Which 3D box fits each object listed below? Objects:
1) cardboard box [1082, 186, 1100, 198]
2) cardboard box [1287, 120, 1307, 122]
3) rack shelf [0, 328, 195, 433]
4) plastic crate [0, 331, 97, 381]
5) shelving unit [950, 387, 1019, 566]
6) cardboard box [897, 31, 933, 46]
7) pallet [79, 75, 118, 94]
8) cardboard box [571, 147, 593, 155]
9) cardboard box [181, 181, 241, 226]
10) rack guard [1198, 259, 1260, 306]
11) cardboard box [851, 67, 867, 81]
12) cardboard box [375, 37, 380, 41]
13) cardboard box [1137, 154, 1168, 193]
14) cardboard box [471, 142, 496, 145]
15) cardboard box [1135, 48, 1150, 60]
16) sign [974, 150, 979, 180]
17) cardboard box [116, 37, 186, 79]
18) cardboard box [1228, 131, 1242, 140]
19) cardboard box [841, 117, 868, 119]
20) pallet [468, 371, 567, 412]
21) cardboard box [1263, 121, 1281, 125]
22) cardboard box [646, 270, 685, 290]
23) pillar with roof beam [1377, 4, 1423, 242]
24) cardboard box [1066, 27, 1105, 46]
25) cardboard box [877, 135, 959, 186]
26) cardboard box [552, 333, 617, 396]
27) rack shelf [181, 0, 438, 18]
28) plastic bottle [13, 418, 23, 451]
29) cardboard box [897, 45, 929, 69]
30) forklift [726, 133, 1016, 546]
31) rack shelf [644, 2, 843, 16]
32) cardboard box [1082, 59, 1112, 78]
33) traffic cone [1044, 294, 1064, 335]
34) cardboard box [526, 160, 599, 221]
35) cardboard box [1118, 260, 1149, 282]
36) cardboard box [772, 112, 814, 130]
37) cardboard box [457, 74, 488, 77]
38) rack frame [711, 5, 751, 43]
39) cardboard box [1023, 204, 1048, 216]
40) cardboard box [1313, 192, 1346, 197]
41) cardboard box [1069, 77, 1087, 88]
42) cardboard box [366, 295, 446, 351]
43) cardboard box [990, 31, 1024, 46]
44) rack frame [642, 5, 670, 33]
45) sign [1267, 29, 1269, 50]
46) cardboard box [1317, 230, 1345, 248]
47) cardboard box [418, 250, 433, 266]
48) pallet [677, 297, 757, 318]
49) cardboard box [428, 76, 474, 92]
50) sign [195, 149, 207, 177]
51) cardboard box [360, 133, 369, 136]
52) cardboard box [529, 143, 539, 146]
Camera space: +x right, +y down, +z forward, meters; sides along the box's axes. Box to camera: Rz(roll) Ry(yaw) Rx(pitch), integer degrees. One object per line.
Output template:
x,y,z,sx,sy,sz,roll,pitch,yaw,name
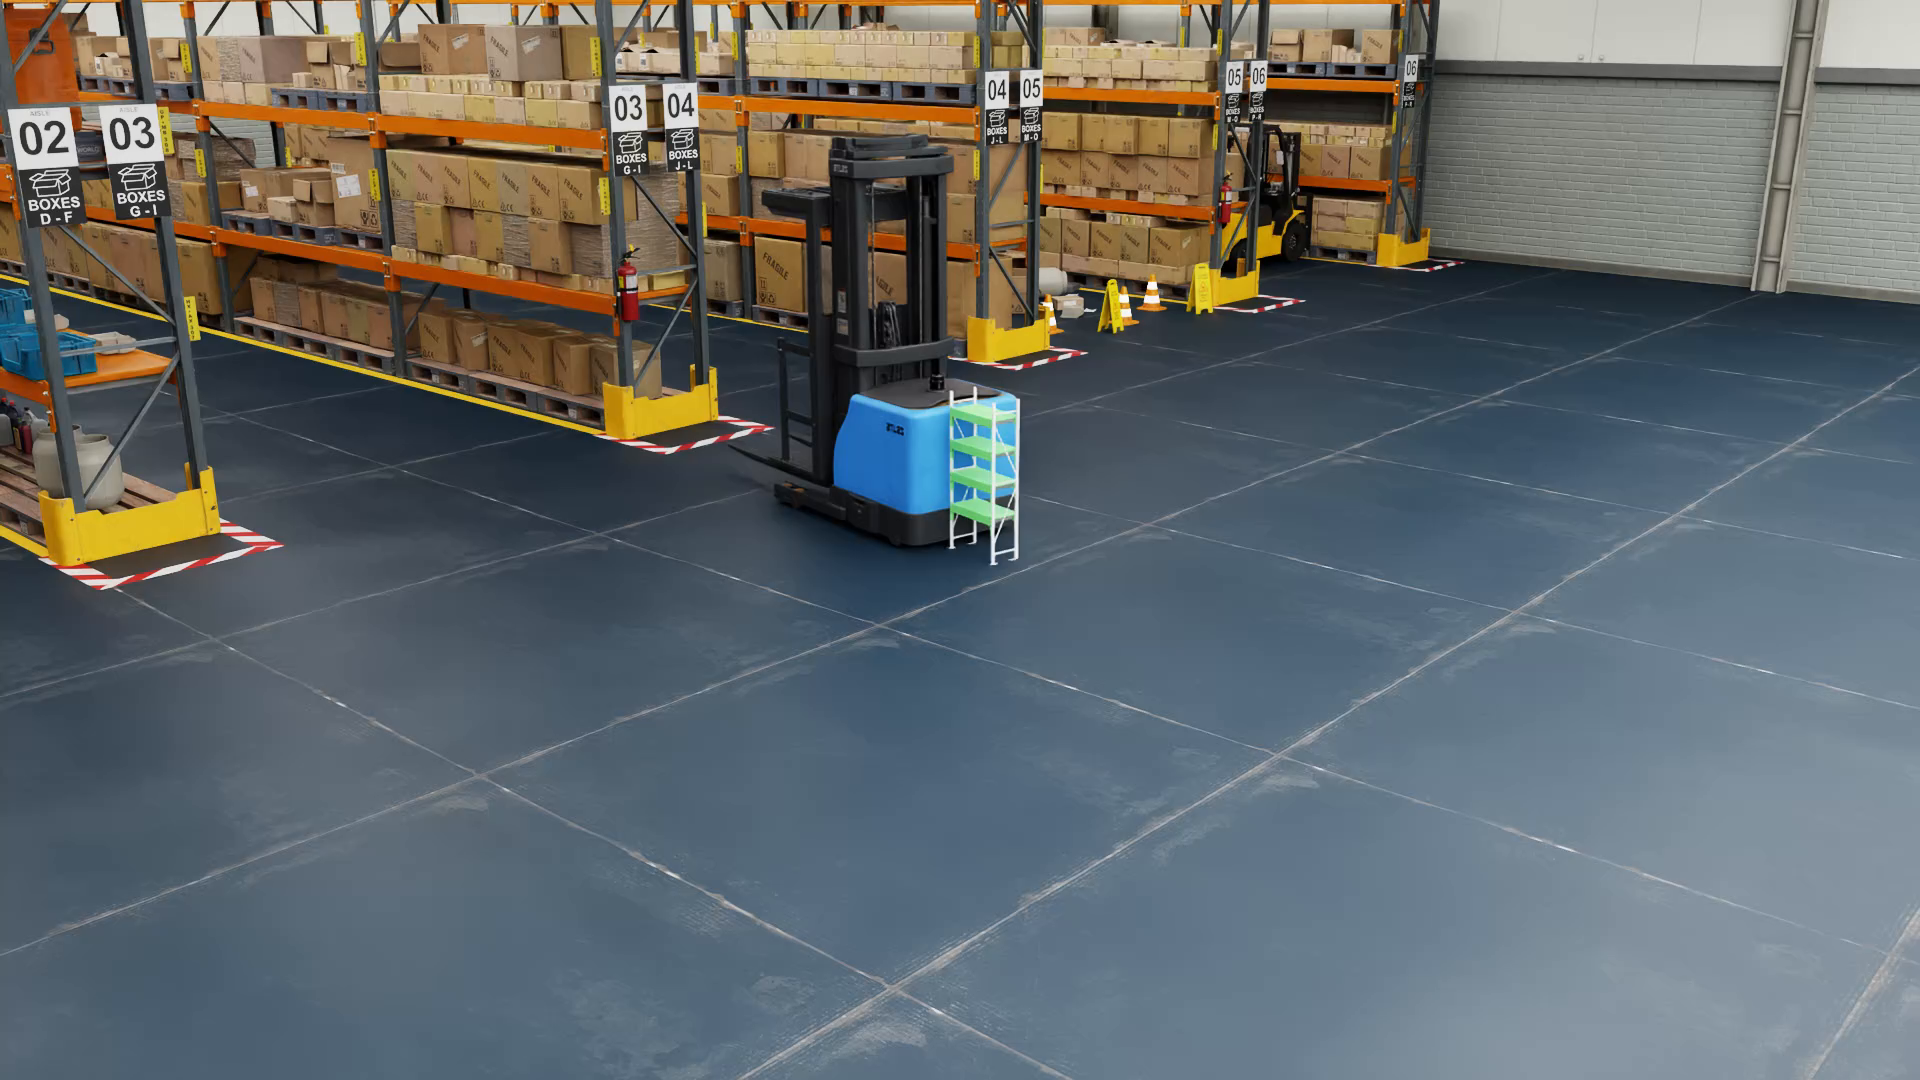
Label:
1.955,-4.999,23.819,0.250,0.149,0.380,15,23,39,cardboard box
5.611,-6.862,27.545,0.250,0.149,0.380,16,24,41,cardboard box
-7.595,-1.450,13.413,4.000,0.370,1.077,15,23,39,rack shelf
-6.672,-1.354,12.164,0.616,0.251,0.499,15,23,39,plastic crate
0.173,-0.466,12.096,0.258,1.200,0.503,-13,22,-36,shelving unit
-0.493,-5.697,18.881,0.250,0.149,0.380,16,23,40,cardboard box
-11.068,-6.087,22.192,1.217,0.209,0.805,14,22,37,pallet
-5.098,-5.652,23.645,0.500,0.500,0.700,15,23,39,cardboard box
-9.329,-4.209,20.751,0.500,0.500,0.500,16,24,41,cardboard box
3.709,-3.578,23.060,0.348,0.500,1.175,15,23,39,rack guard
-1.058,-5.469,19.481,0.250,0.149,0.380,15,23,40,cardboard box
-9.039,-7.862,26.230,0.250,0.149,0.380,16,23,41,cardboard box
2.806,-5.092,23.041,0.500,0.500,0.500,15,23,39,cardboard box
-7.064,-5.839,24.790,0.250,0.149,0.380,17,24,42,cardboard box
2.613,-6.667,22.797,0.250,0.149,0.380,15,23,39,cardboard box
0.186,-4.159,18.452,0.005,0.325,0.100,15,23,39,sign
-10.337,-6.203,21.375,0.637,0.503,0.797,15,23,39,cardboard box
4.674,-6.751,27.687,0.250,0.149,0.380,16,23,40,cardboard box
-1.693,-6.722,27.483,0.500,0.500,0.500,14,22,38,cardboard box
-4.361,-1.615,17.350,1.213,0.211,1.003,15,23,39,pallet
5.124,-6.808,27.376,0.250,0.149,0.380,15,23,39,cardboard box
-2.867,-2.504,15.958,0.250,0.149,0.380,15,23,39,cardboard box
4.278,-8.107,23.282,0.400,9.000,9.100,15,23,39,pillar with roof beam
2.216,-8.805,29.413,0.500,0.500,0.500,16,23,41,cardboard box
-0.497,-4.516,19.851,0.550,0.550,0.875,15,23,39,cardboard box
-3.737,-1.763,16.645,0.500,0.500,0.500,-11,21,-31,cardboard box
-7.299,-6.043,18.627,4.000,0.370,1.077,15,23,39,rack shelf
-8.082,-0.914,14.296,0.133,0.283,0.061,15,23,39,plastic bottle
-0.369,-5.498,18.914,0.500,0.250,0.500,15,23,39,cardboard box
-0.856,-1.731,13.221,1.130,2.935,3.031,-13,22,-36,forklift
-3.713,-9.088,28.223,4.000,0.370,1.077,15,23,39,rack shelf
2.059,-6.602,23.252,0.500,0.250,0.500,15,23,40,cardboard box
1.102,-2.833,20.773,0.334,0.463,0.336,15,23,39,traffic cone
-3.765,-3.332,15.842,0.500,0.500,0.500,15,23,39,cardboard box
2.601,-3.851,23.640,0.500,0.250,0.500,15,23,39,cardboard box
-2.778,-6.930,27.670,0.500,0.500,0.500,14,23,38,cardboard box
-4.984,-4.759,17.278,0.250,0.149,0.380,14,22,37,cardboard box
-4.909,-11.950,35.390,0.127,3.000,1.000,15,23,39,rack frame
1.090,-4.896,24.618,0.250,0.149,0.380,15,23,40,cardboard box
6.081,-5.586,27.453,0.500,0.250,0.500,15,23,39,cardboard box
1.751,-6.471,23.499,0.250,0.149,0.380,14,23,38,cardboard box
-6.248,-2.462,18.815,0.500,0.500,0.700,13,22,35,cardboard box
0.518,-5.691,18.864,0.250,0.149,0.380,15,23,40,cardboard box
-5.209,-10.023,29.319,0.127,3.000,1.000,15,23,39,rack frame
4.126,-6.724,22.435,0.005,0.325,0.100,15,23,39,sign
6.131,-4.893,26.921,0.500,0.250,0.500,15,23,39,cardboard box
-5.459,-2.987,17.482,0.250,0.149,0.380,15,23,39,cardboard box
-3.063,-3.226,22.428,1.213,0.211,1.003,15,23,39,pallet
-5.119,-4.592,16.752,0.250,0.149,0.380,16,24,41,cardboard box
-9.161,-4.544,20.058,0.005,0.325,0.100,15,23,39,sign
-9.356,-6.351,27.007,0.500,0.500,0.500,14,23,38,cardboard box
-6.225,-5.878,24.912,0.250,0.149,0.380,14,22,37,cardboard box
